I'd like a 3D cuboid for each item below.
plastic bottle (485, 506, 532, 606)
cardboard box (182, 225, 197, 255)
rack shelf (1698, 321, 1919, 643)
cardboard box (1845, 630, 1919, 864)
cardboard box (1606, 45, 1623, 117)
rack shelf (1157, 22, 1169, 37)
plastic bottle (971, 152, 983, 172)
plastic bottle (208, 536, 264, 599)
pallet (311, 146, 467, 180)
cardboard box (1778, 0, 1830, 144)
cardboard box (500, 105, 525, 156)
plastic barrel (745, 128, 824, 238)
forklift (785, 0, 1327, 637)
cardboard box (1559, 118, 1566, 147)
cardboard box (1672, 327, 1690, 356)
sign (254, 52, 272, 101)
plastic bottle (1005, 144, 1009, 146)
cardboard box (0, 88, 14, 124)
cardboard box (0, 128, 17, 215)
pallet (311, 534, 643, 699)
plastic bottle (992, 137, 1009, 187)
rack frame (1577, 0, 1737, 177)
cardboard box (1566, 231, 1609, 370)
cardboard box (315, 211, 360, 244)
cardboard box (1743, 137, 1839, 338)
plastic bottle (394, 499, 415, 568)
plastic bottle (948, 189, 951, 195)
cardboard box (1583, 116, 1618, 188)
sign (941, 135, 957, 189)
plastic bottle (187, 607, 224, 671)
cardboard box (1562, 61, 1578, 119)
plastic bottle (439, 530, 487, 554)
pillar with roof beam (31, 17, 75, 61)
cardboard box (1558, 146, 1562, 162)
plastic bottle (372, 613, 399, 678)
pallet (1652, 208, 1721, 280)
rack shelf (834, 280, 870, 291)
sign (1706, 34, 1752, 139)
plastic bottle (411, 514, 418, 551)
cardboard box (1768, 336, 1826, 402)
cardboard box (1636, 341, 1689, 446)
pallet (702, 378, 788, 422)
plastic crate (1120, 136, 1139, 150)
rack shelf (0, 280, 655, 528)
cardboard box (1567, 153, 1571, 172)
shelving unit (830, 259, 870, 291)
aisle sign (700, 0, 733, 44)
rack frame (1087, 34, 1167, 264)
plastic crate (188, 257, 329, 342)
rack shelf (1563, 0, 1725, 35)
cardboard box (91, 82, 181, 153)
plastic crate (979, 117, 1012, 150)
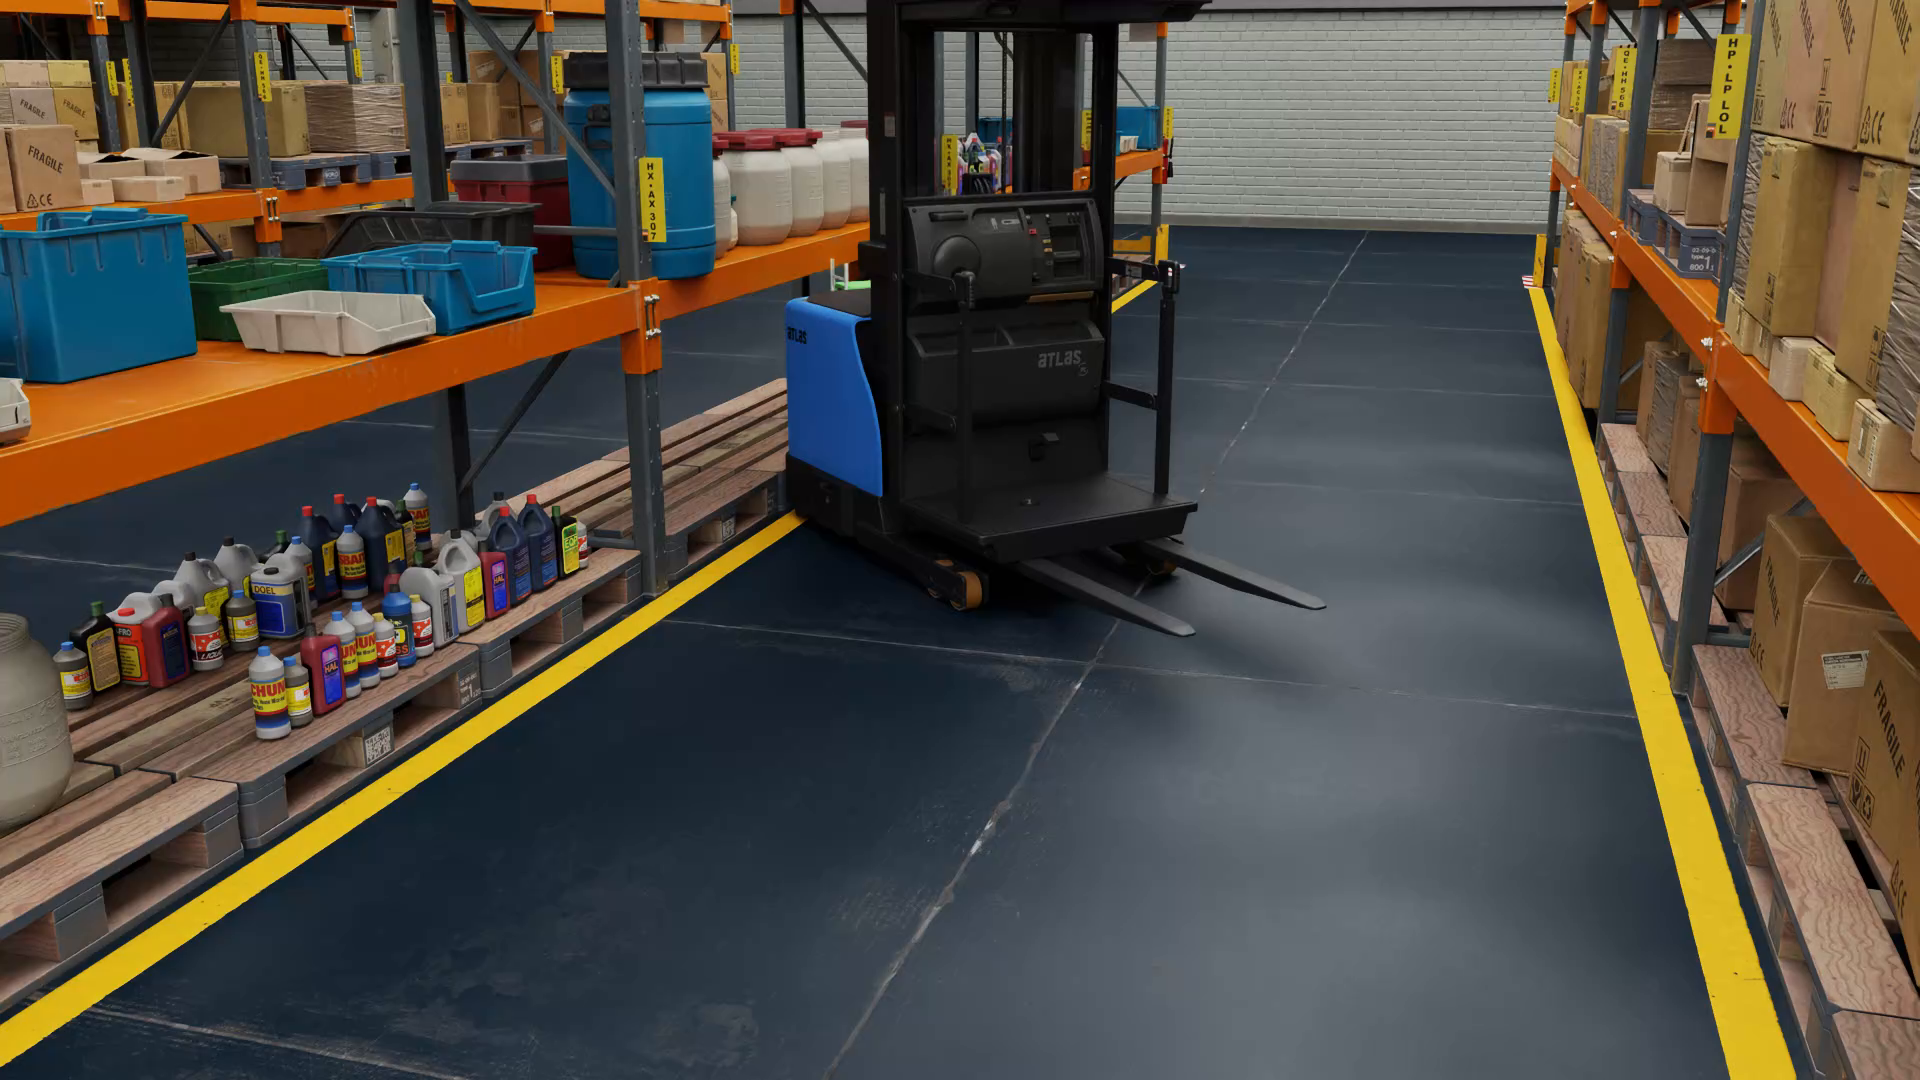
[{"bbox_3d":[-1.694,0.055,6.188,0.144,0.351,0.185,4,16,13],"label":"plastic bottle"},{"bbox_3d":[-8.647,-3.298,17.769,0.700,0.500,0.500,5,17,17],"label":"cardboard box"},{"bbox_3d":[2.447,0.004,3.636,1.077,0.370,4.000,5,16,16],"label":"rack shelf"},{"bbox_3d":[2.607,0.556,4.183,0.500,0.500,0.500,3,16,11],"label":"cardboard box"},{"bbox_3d":[5.115,-3.321,12.019,0.797,0.503,0.637,4,16,14],"label":"cardboard box"},{"bbox_3d":[1.109,-4.962,15.649,1.077,0.370,4.000,5,16,16],"label":"rack shelf"},{"bbox_3d":[0.115,-2.541,11.503,0.061,0.283,0.133,5,16,16],"label":"plastic bottle"},{"bbox_3d":[-2.535,0.153,5.840,0.144,0.351,0.185,4,16,15],"label":"plastic bottle"},{"bbox_3d":[-4.796,-3.098,13.605,1.003,0.211,1.213,5,16,16],"label":"pallet"},{"bbox_3d":[2.503,-1.308,4.384,0.500,0.500,0.500,5,16,16],"label":"cardboard box"},{"bbox_3d":[-4.312,-3.926,15.991,0.500,0.500,0.500,5,17,17],"label":"cardboard box"},{"bbox_3d":[-0.920,-1.853,8.616,0.433,0.535,0.433,0,16,0],"label":"plastic barrel"},{"bbox_3d":[0.313,-1.262,6.908,1.130,2.935,3.031,-9,18,-29],"label":"forklift"},{"bbox_3d":[5.743,-3.703,15.118,0.500,0.250,0.500,4,16,14],"label":"cardboard box"},{"bbox_3d":[3.991,-1.104,8.624,0.500,0.250,0.500,5,17,18],"label":"cardboard box"},{"bbox_3d":[-4.811,-3.196,11.477,0.100,0.325,0.005,5,16,16],"label":"sign"},{"bbox_3d":[0.366,-2.929,12.896,0.097,0.271,0.097,0,16,0],"label":"plastic bottle"},{"bbox_3d":[-9.134,-3.906,15.338,0.500,0.500,0.500,5,16,16],"label":"cardboard box"},{"bbox_3d":[-5.955,-2.151,9.732,0.500,0.500,0.500,5,16,16],"label":"cardboard box"},{"bbox_3d":[-1.964,0.265,6.509,1.003,0.211,1.213,5,16,16],"label":"pallet"},{"bbox_3d":[0.280,-2.764,12.169,0.144,0.351,0.185,5,16,16],"label":"plastic bottle"},{"bbox_3d":[5.289,-2.958,12.761,1.000,3.000,0.127,5,16,16],"label":"rack frame"},{"bbox_3d":[4.629,-1.503,10.755,1.225,0.875,0.875,5,16,16],"label":"cardboard box"},{"bbox_3d":[-5.005,-2.597,13.887,0.500,0.250,0.500,4,16,15],"label":"cardboard box"},{"bbox_3d":[2.653,-0.815,4.478,0.875,0.500,0.500,5,16,16],"label":"cardboard box"},{"bbox_3d":[-2.207,-0.010,6.539,0.061,0.283,0.133,5,16,16],"label":"plastic bottle"},{"bbox_3d":[-0.104,-2.350,10.854,0.097,0.271,0.097,0,16,0],"label":"plastic bottle"},{"bbox_3d":[4.777,-2.774,11.928,0.500,0.500,0.500,5,16,16],"label":"cardboard box"},{"bbox_3d":[-0.067,-2.333,10.260,0.100,0.325,0.005,5,16,16],"label":"sign"},{"bbox_3d":[-2.506,0.322,5.518,0.097,0.201,0.097,0,16,0],"label":"plastic bottle"},{"bbox_3d":[5.747,-4.065,15.019,0.500,0.500,0.500,4,16,14],"label":"cardboard box"},{"bbox_3d":[-1.844,0.086,6.215,0.152,0.276,0.135,5,16,16],"label":"plastic bottle"},{"bbox_3d":[-5.461,-6.913,15.711,9.100,9.000,0.400,5,16,16],"label":"pillar with roof beam"},{"bbox_3d":[5.718,-3.547,15.299,0.380,0.149,0.250,4,16,15],"label":"cardboard box"},{"bbox_3d":[-1.902,0.340,5.456,0.097,0.201,0.097,0,16,0],"label":"plastic bottle"},{"bbox_3d":[3.629,-1.298,7.261,1.003,0.211,1.213,5,16,16],"label":"pallet"},{"bbox_3d":[-0.385,-1.253,8.524,0.480,0.148,0.258,-7,17,-22],"label":"rack shelf"},{"bbox_3d":[2.482,-1.464,5.373,0.100,0.325,0.005,5,16,16],"label":"sign"},{"bbox_3d":[-2.273,-0.039,6.790,0.097,0.201,0.097,0,16,0],"label":"plastic bottle"},{"bbox_3d":[2.366,-0.451,4.383,0.380,0.149,0.250,5,16,16],"label":"cardboard box"},{"bbox_3d":[3.981,-0.744,8.729,0.700,0.500,0.500,4,16,13],"label":"cardboard box"},{"bbox_3d":[-0.854,-0.754,10.102,1.003,0.211,1.213,5,16,16],"label":"pallet"},{"bbox_3d":[1.619,-4.063,17.031,0.396,0.136,0.243,5,16,16],"label":"plastic crate"},{"bbox_3d":[-2.302,-0.380,4.990,1.077,0.370,4.000,5,16,16],"label":"rack shelf"},{"bbox_3d":[5.281,-3.144,13.878,0.380,0.149,0.250,5,17,17],"label":"cardboard box"},{"bbox_3d":[-0.385,-0.853,8.638,0.503,1.200,0.258,-7,17,-22],"label":"shelving unit"},{"bbox_3d":[-2.758,-6.018,18.787,0.394,0.787,0.004,5,16,16],"label":"aisle sign"},{"bbox_3d":[1.677,-4.389,17.805,1.000,3.000,0.127,5,16,16],"label":"rack frame"},{"bbox_3d":[-2.390,-0.814,5.590,0.450,0.188,0.662,5,16,16],"label":"plastic crate"},{"bbox_3d":[5.857,-4.578,14.295,1.077,0.370,4.000,5,16,16],"label":"rack shelf"},{"bbox_3d":[-8.788,-4.395,17.279,0.980,0.700,0.700,5,17,17],"label":"cardboard box"},{"bbox_3d":[0.346,-3.512,14.633,0.392,0.384,0.575,5,16,16],"label":"plastic crate"}]
